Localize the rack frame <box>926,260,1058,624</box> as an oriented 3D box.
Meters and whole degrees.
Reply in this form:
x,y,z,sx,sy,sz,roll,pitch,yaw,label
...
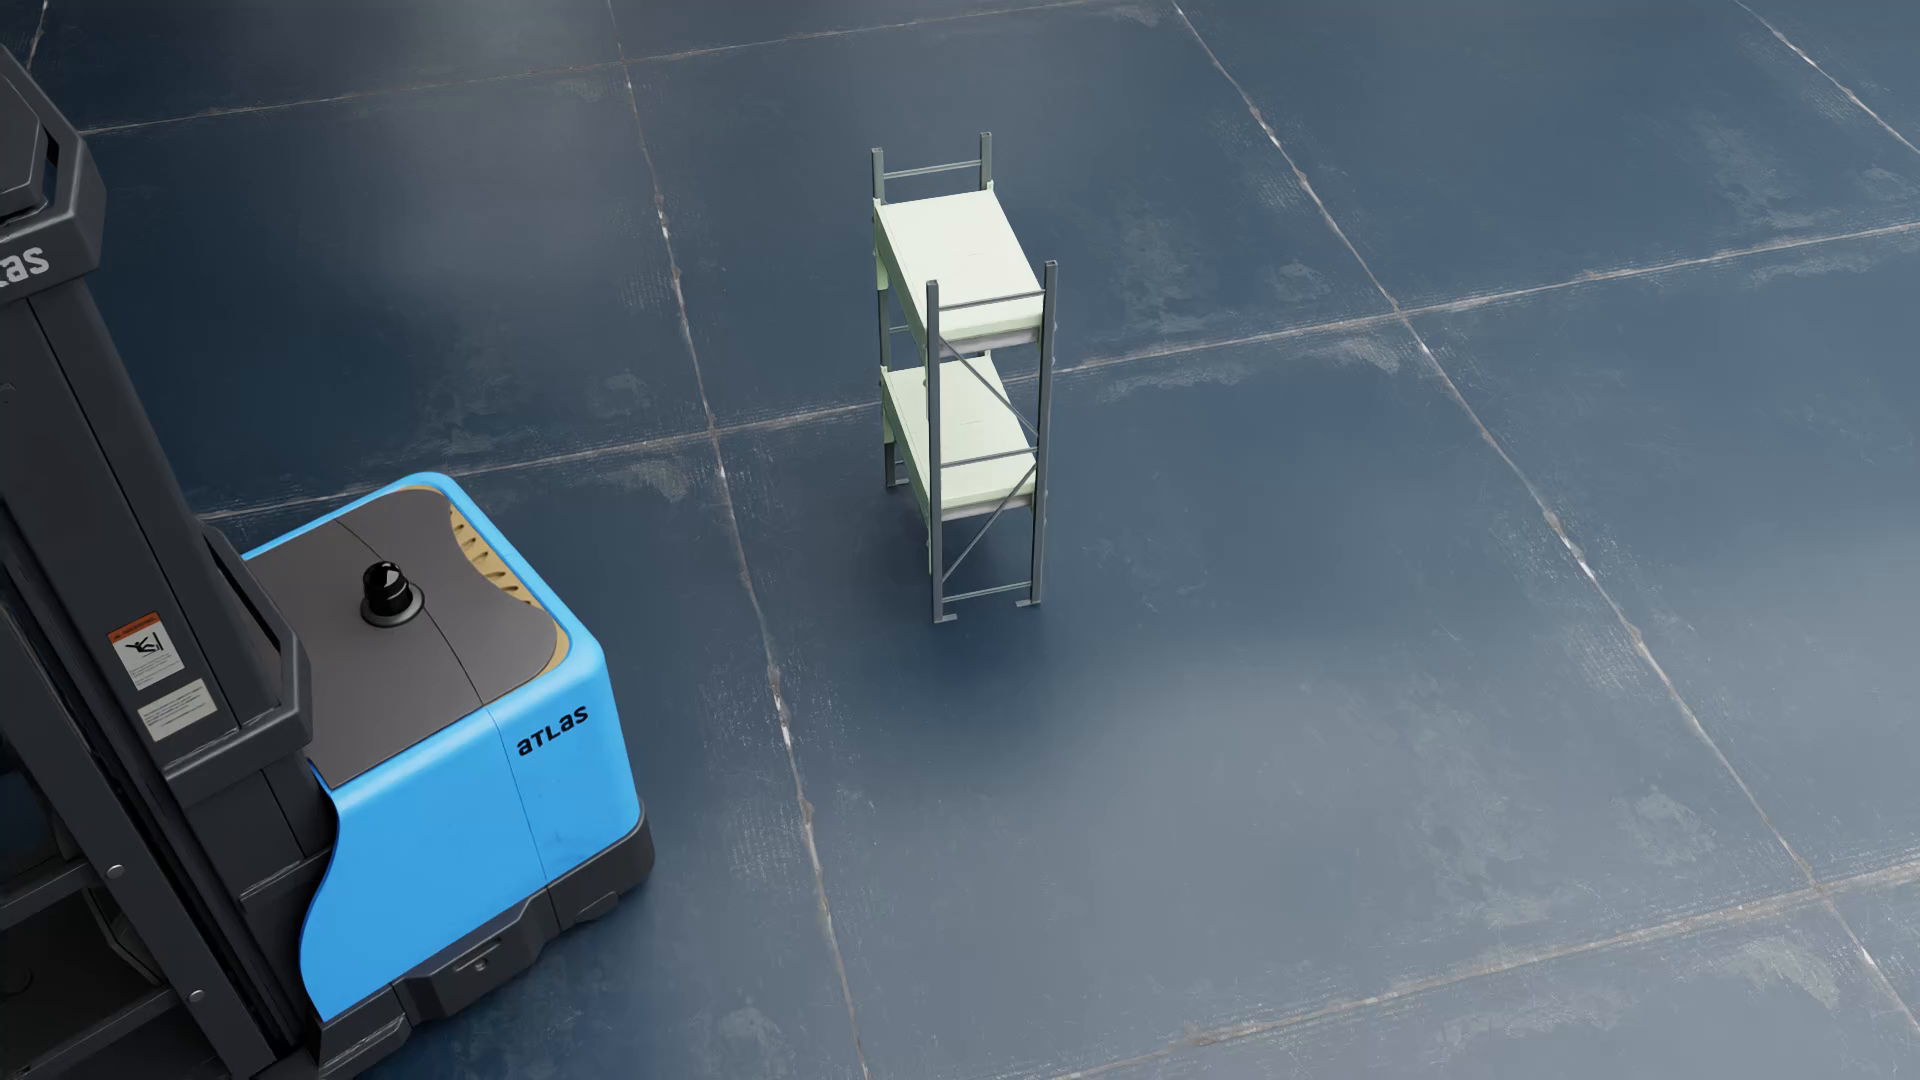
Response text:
x,y,z,sx,sy,sz,roll,pitch,yaw,label
0.095,-0.268,5.462,0.400,1.500,0.023,-11,47,-10,rack frame

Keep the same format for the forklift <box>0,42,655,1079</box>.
x,y,z,sx,sy,sz,roll,pitch,yaw,label
-2.406,0.432,3.775,3.031,2.935,1.130,-31,53,-27,forklift

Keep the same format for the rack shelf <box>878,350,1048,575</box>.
x,y,z,sx,sy,sz,roll,pitch,yaw,label
0.002,-0.292,5.943,0.431,0.370,0.720,-11,47,-10,rack shelf

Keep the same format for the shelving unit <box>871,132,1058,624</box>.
x,y,z,sx,sy,sz,roll,pitch,yaw,label
0.002,-0.520,5.710,0.431,1.500,0.755,-11,47,-10,shelving unit

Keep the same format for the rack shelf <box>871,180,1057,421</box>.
x,y,z,sx,sy,sz,roll,pitch,yaw,label
0.002,-0.793,5.431,0.431,0.370,0.720,-11,47,-10,rack shelf

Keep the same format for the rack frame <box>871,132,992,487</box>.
x,y,z,sx,sy,sz,roll,pitch,yaw,label
-0.092,-0.773,5.957,0.400,1.500,0.023,-11,47,-10,rack frame
